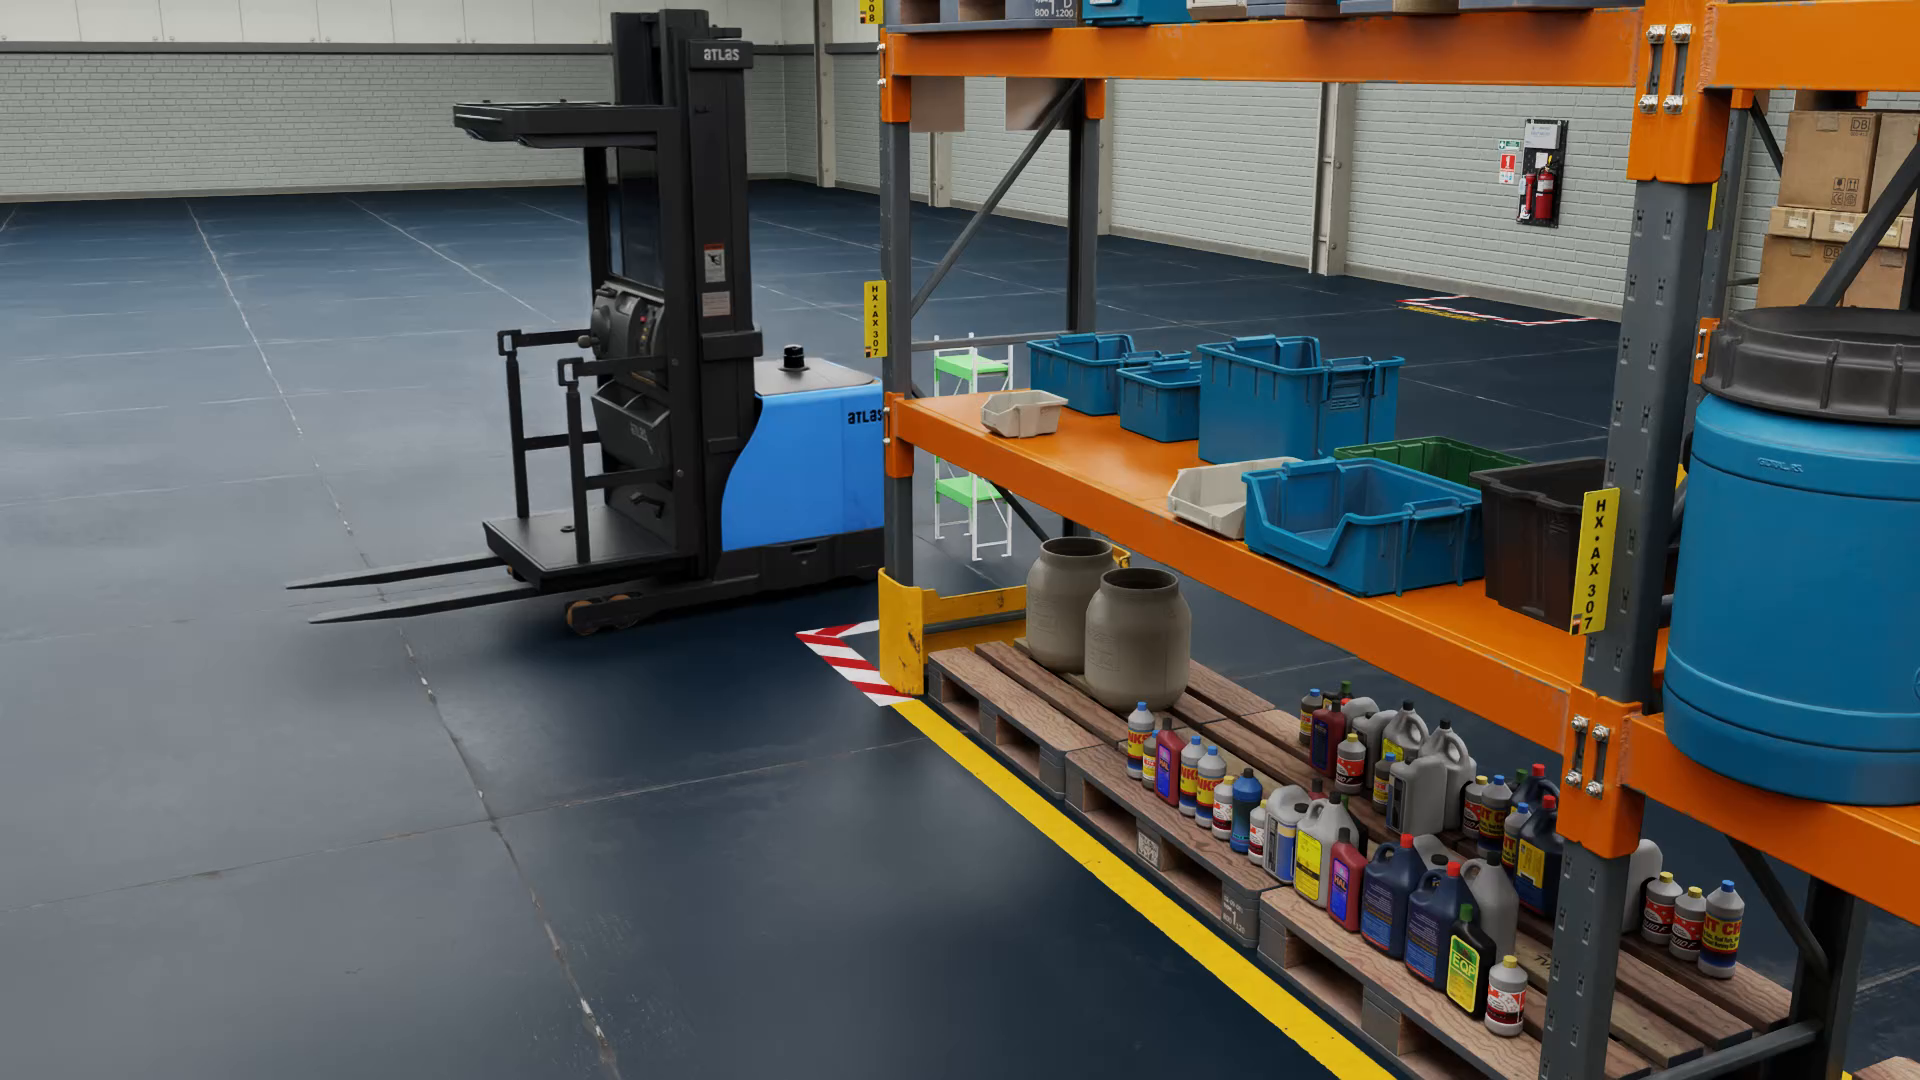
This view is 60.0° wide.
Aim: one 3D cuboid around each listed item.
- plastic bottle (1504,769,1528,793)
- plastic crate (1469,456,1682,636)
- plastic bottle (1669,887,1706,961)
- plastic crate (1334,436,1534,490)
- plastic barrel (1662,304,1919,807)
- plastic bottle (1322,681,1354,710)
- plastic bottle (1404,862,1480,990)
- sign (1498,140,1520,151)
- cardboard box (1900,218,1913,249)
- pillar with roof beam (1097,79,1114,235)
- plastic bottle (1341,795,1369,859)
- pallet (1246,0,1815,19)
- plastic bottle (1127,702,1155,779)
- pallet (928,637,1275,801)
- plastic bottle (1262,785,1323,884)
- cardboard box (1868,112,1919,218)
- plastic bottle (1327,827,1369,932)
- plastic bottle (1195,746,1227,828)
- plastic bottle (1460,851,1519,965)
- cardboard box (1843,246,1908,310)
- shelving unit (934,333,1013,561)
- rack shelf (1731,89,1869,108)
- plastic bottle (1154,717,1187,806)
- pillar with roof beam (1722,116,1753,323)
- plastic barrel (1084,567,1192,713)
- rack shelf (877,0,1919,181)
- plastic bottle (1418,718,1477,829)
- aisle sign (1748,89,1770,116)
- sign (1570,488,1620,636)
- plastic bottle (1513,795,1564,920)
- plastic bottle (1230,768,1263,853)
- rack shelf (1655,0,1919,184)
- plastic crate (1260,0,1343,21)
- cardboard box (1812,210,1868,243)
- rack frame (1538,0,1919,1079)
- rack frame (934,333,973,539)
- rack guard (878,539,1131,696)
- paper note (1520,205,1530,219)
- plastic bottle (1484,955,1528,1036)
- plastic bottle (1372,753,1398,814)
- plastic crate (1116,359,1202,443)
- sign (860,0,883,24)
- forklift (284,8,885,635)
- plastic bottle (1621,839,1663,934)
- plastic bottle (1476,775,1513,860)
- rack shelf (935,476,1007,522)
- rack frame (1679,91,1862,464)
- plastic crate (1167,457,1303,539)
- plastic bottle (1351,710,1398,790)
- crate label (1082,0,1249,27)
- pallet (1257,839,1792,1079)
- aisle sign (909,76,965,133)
[{"bbox_3d":[1.791,0.869,5.410,0.061,0.283,0.133,-7,17,-22],"label":"plastic bottle"},{"bbox_3d":[1.774,0.003,4.415,0.767,0.338,0.504,-8,18,-25],"label":"plastic crate"},{"bbox_3d":[2.099,1.095,4.774,0.097,0.201,0.097,0,16,0],"label":"plastic bottle"},{"bbox_3d":[1.548,-0.151,5.222,0.450,0.188,0.662,-8,18,-25],"label":"plastic crate"},{"bbox_3d":[1.786,0.010,3.370,0.600,0.901,0.708,-8,18,-25],"label":"plastic barrel"},{"bbox_3d":[1.403,0.650,6.176,0.061,0.283,0.133,-7,18,-24],"label":"plastic bottle"},{"bbox_3d":[1.348,1.055,4.641,0.144,0.351,0.185,-8,18,-26],"label":"plastic bottle"},{"bbox_3d":[6.294,-4.526,19.059,0.001,0.109,0.331,-8,18,-25],"label":"sign"},{"bbox_3d":[4.904,-1.518,8.245,0.380,0.149,0.250,-8,18,-26],"label":"cardboard box"},{"bbox_3d":[-1.629,-8.828,24.201,9.100,9.000,0.400,-8,18,-25],"label":"pillar with roof beam"},{"bbox_3d":[1.203,0.941,5.160,0.061,0.283,0.133,-8,18,-25],"label":"plastic bottle"},{"bbox_3d":[1.485,-1.400,4.095,1.213,0.211,1.003,-8,18,-25],"label":"pallet"},{"bbox_3d":[0.651,0.714,5.975,0.097,0.271,0.097,0,16,0],"label":"plastic bottle"},{"bbox_3d":[0.563,0.682,6.992,1.003,0.211,1.213,-8,18,-25],"label":"pallet"},{"bbox_3d":[1.055,0.923,5.238,0.152,0.276,0.135,-7,18,-24],"label":"plastic bottle"},{"bbox_3d":[5.042,-1.883,8.340,0.700,0.500,0.500,-8,18,-26],"label":"cardboard box"},{"bbox_3d":[1.155,1.005,4.939,0.061,0.283,0.133,-6,17,-21],"label":"plastic bottle"},{"bbox_3d":[0.845,0.823,5.592,0.097,0.271,0.097,0,16,0],"label":"plastic bottle"},{"bbox_3d":[1.477,1.038,4.701,0.144,0.351,0.185,-8,18,-25],"label":"plastic bottle"},{"bbox_3d":[5.018,-1.272,8.565,0.700,0.500,0.500,-7,17,-23],"label":"cardboard box"},{"bbox_3d":[0.073,-0.536,9.442,0.258,1.200,0.503,-8,18,-25],"label":"shelving unit"},{"bbox_3d":[5.467,-2.071,7.397,1.077,0.370,4.000,-8,18,-25],"label":"rack shelf"},{"bbox_3d":[0.734,0.766,5.770,0.061,0.283,0.133,-7,18,-24],"label":"plastic bottle"},{"bbox_3d":[3.628,-5.853,13.832,9.100,9.000,0.400,-8,18,-25],"label":"pillar with roof beam"},{"bbox_3d":[0.713,0.399,6.673,0.421,0.512,0.421,0,16,0],"label":"plastic barrel"},{"bbox_3d":[1.013,-1.474,5.314,1.077,0.370,4.000,-8,18,-25],"label":"rack shelf"},{"bbox_3d":[1.639,0.777,5.608,0.144,0.351,0.185,-8,18,-25],"label":"plastic bottle"},{"bbox_3d":[4.287,-2.700,9.009,0.394,0.787,0.004,-8,18,-25],"label":"aisle sign"},{"bbox_3d":[1.390,0.049,3.641,0.100,0.325,0.005,-8,18,-25],"label":"sign"},{"bbox_3d":[1.779,0.947,5.017,0.144,0.351,0.185,-8,18,-25],"label":"plastic bottle"},{"bbox_3d":[0.934,0.874,5.417,0.097,0.271,0.097,0,16,0],"label":"plastic bottle"},{"bbox_3d":[2.765,-0.482,1.858,1.077,0.370,4.000,-8,18,-25],"label":"rack shelf"},{"bbox_3d":[1.243,-1.871,5.425,0.392,0.384,0.575,-8,18,-25],"label":"plastic crate"},{"bbox_3d":[4.687,-1.643,8.680,0.380,0.149,0.250,-8,18,-26],"label":"cardboard box"},{"bbox_3d":[1.889,0.118,3.901,1.000,3.000,0.127,-8,18,-25],"label":"rack frame"},{"bbox_3d":[-0.034,-0.596,9.653,0.240,1.200,0.015,-8,18,-25],"label":"rack frame"},{"bbox_3d":[0.212,0.341,7.656,1.175,0.500,0.348,-8,18,-25],"label":"rack guard"},{"bbox_3d":[6.434,-3.736,18.928,0.016,0.148,0.142,-8,18,-25],"label":"paper note"},{"bbox_3d":[1.450,1.199,4.408,0.097,0.201,0.097,0,16,0],"label":"plastic bottle"},{"bbox_3d":[1.469,0.829,5.701,0.097,0.201,0.097,0,16,0],"label":"plastic bottle"},{"bbox_3d":[0.904,-0.553,6.508,0.499,0.251,0.408,-8,18,-25],"label":"plastic crate"},{"bbox_3d":[-0.360,-2.254,6.714,0.100,0.325,0.005,-8,18,-25],"label":"sign"},{"bbox_3d":[-1.852,-1.109,8.302,3.031,2.935,1.130,-9,18,-30],"label":"forklift"},{"bbox_3d":[1.977,1.007,4.944,0.152,0.276,0.135,-7,17,-23],"label":"plastic bottle"},{"bbox_3d":[1.728,0.889,5.363,0.097,0.271,0.097,0,16,0],"label":"plastic bottle"},{"bbox_3d":[0.073,-0.244,9.526,0.258,0.148,0.480,-8,18,-25],"label":"rack shelf"},{"bbox_3d":[4.591,-1.471,9.440,1.000,3.000,0.127,-8,18,-25],"label":"rack frame"},{"bbox_3d":[0.950,-0.127,5.234,0.530,0.136,0.437,-8,18,-25],"label":"plastic crate"},{"bbox_3d":[1.482,0.727,5.921,0.152,0.276,0.135,-8,18,-26],"label":"plastic bottle"},{"bbox_3d":[0.660,-1.740,5.207,0.502,0.251,0.408,-8,18,-25],"label":"crate label"},{"bbox_3d":[1.632,1.287,4.883,1.003,0.211,1.213,-8,18,-25],"label":"pallet"},{"bbox_3d":[-0.158,-2.106,6.937,0.394,0.787,0.004,-8,18,-25],"label":"aisle sign"}]
